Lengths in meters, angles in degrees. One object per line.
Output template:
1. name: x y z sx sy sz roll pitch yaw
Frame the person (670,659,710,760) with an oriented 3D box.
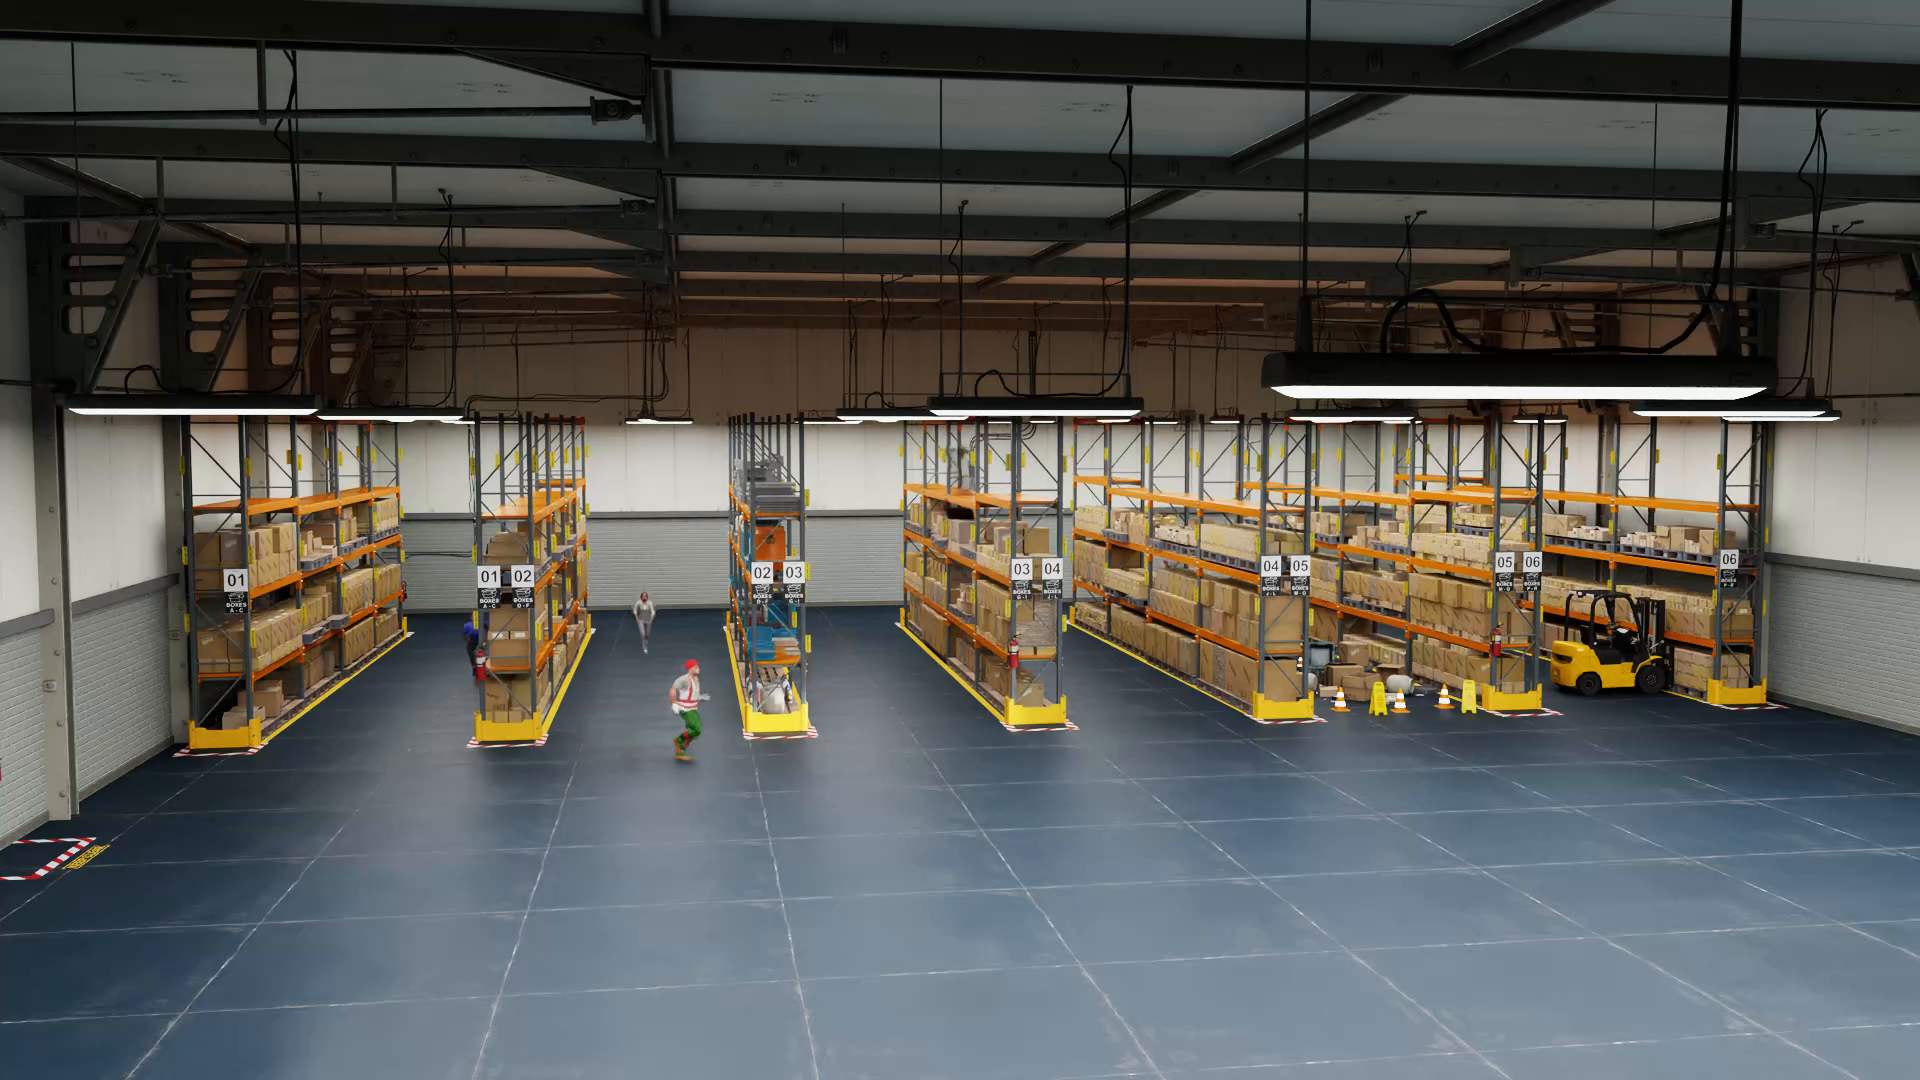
1. person: -4.599 2.914 28.488 0.616 1.732 0.661 1 4 16

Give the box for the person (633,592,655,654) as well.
1. person: -8.015 2.099 42.174 0.526 1.547 0.744 -1 4 -16

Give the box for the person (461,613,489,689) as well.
1. person: -10.753 2.410 36.893 0.580 1.658 1.048 -1 4 -10

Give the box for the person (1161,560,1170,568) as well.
1. person: 6.316 1.429 50.848 0.785 1.633 0.592 -1 4 -19
